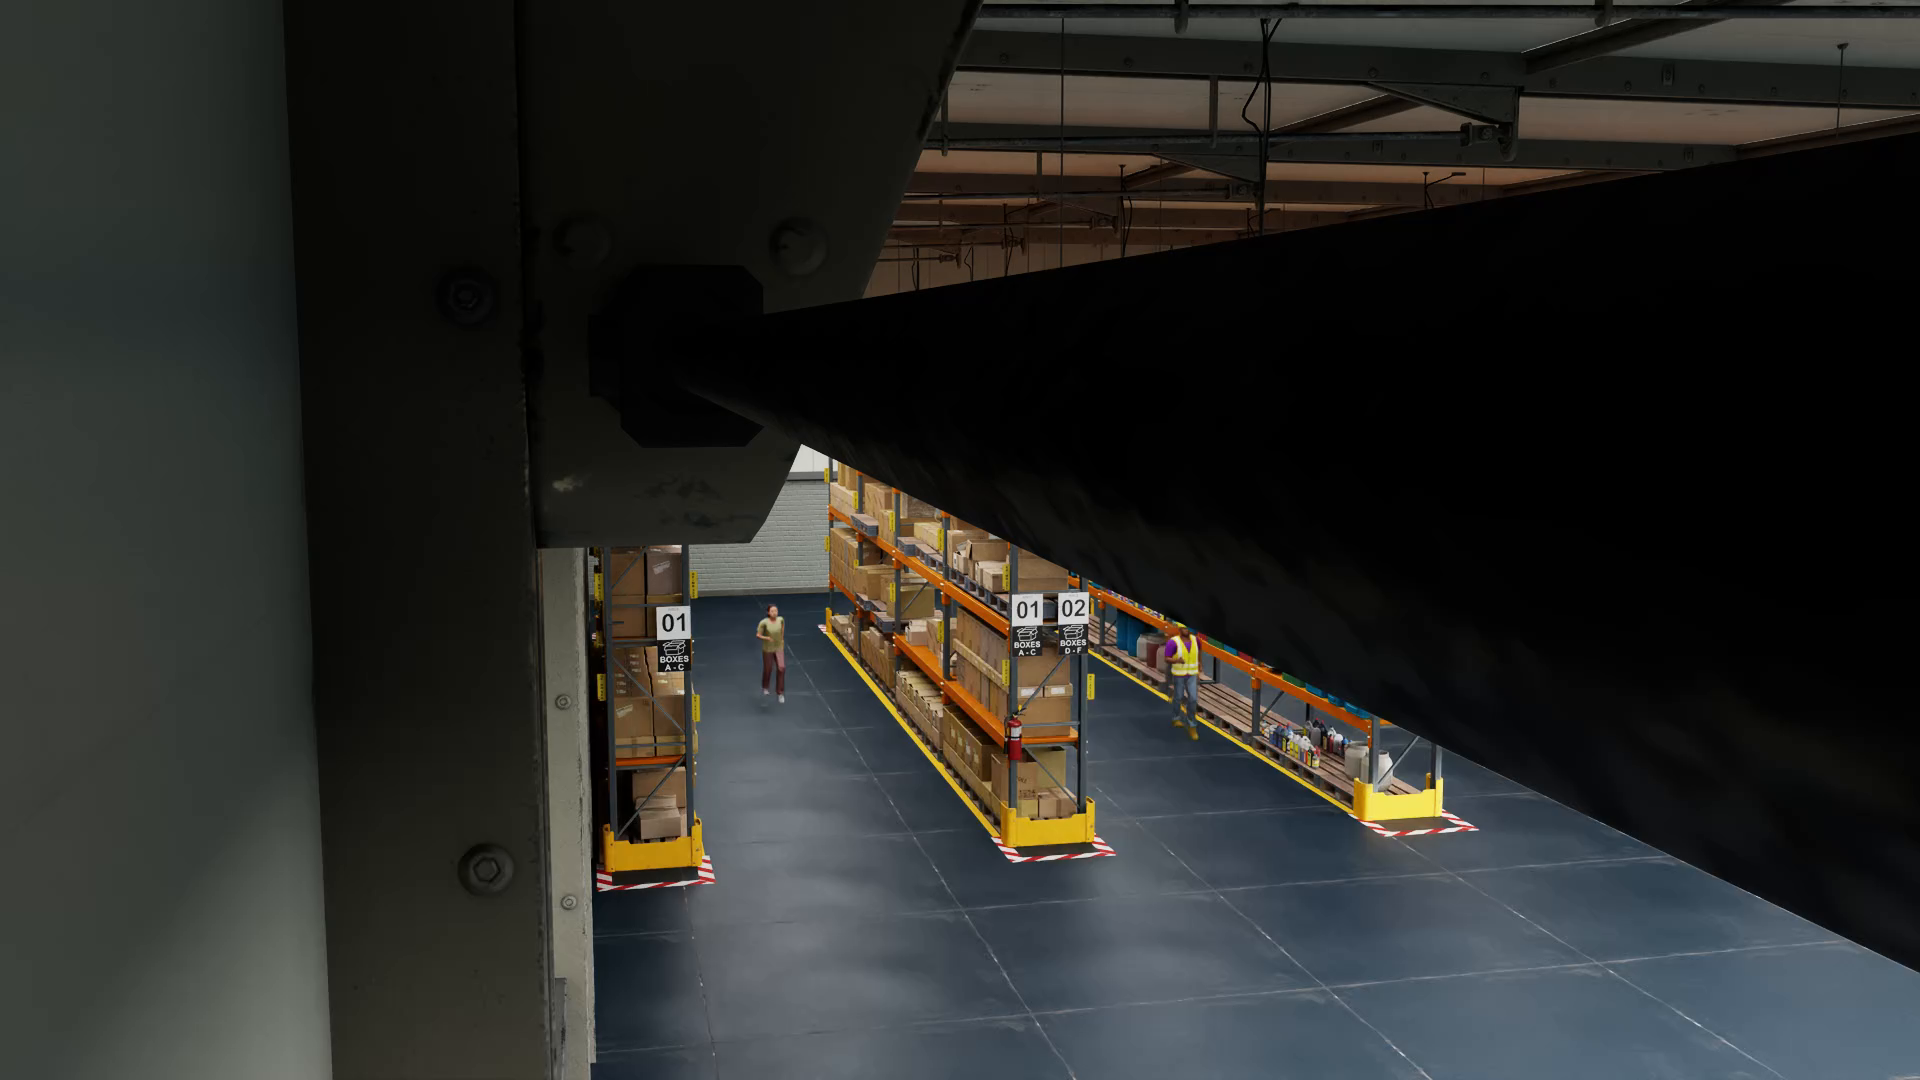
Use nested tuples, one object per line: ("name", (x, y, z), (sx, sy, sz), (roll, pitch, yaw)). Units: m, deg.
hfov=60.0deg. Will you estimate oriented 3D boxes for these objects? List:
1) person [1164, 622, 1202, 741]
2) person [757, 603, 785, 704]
("person", (3.498, 2.157, 25.883), (0.672, 1.887, 0.752), (-1, 7, -10))
("person", (-3.231, 1.898, 28.465), (0.529, 1.670, 0.887), (-2, 7, -17))
